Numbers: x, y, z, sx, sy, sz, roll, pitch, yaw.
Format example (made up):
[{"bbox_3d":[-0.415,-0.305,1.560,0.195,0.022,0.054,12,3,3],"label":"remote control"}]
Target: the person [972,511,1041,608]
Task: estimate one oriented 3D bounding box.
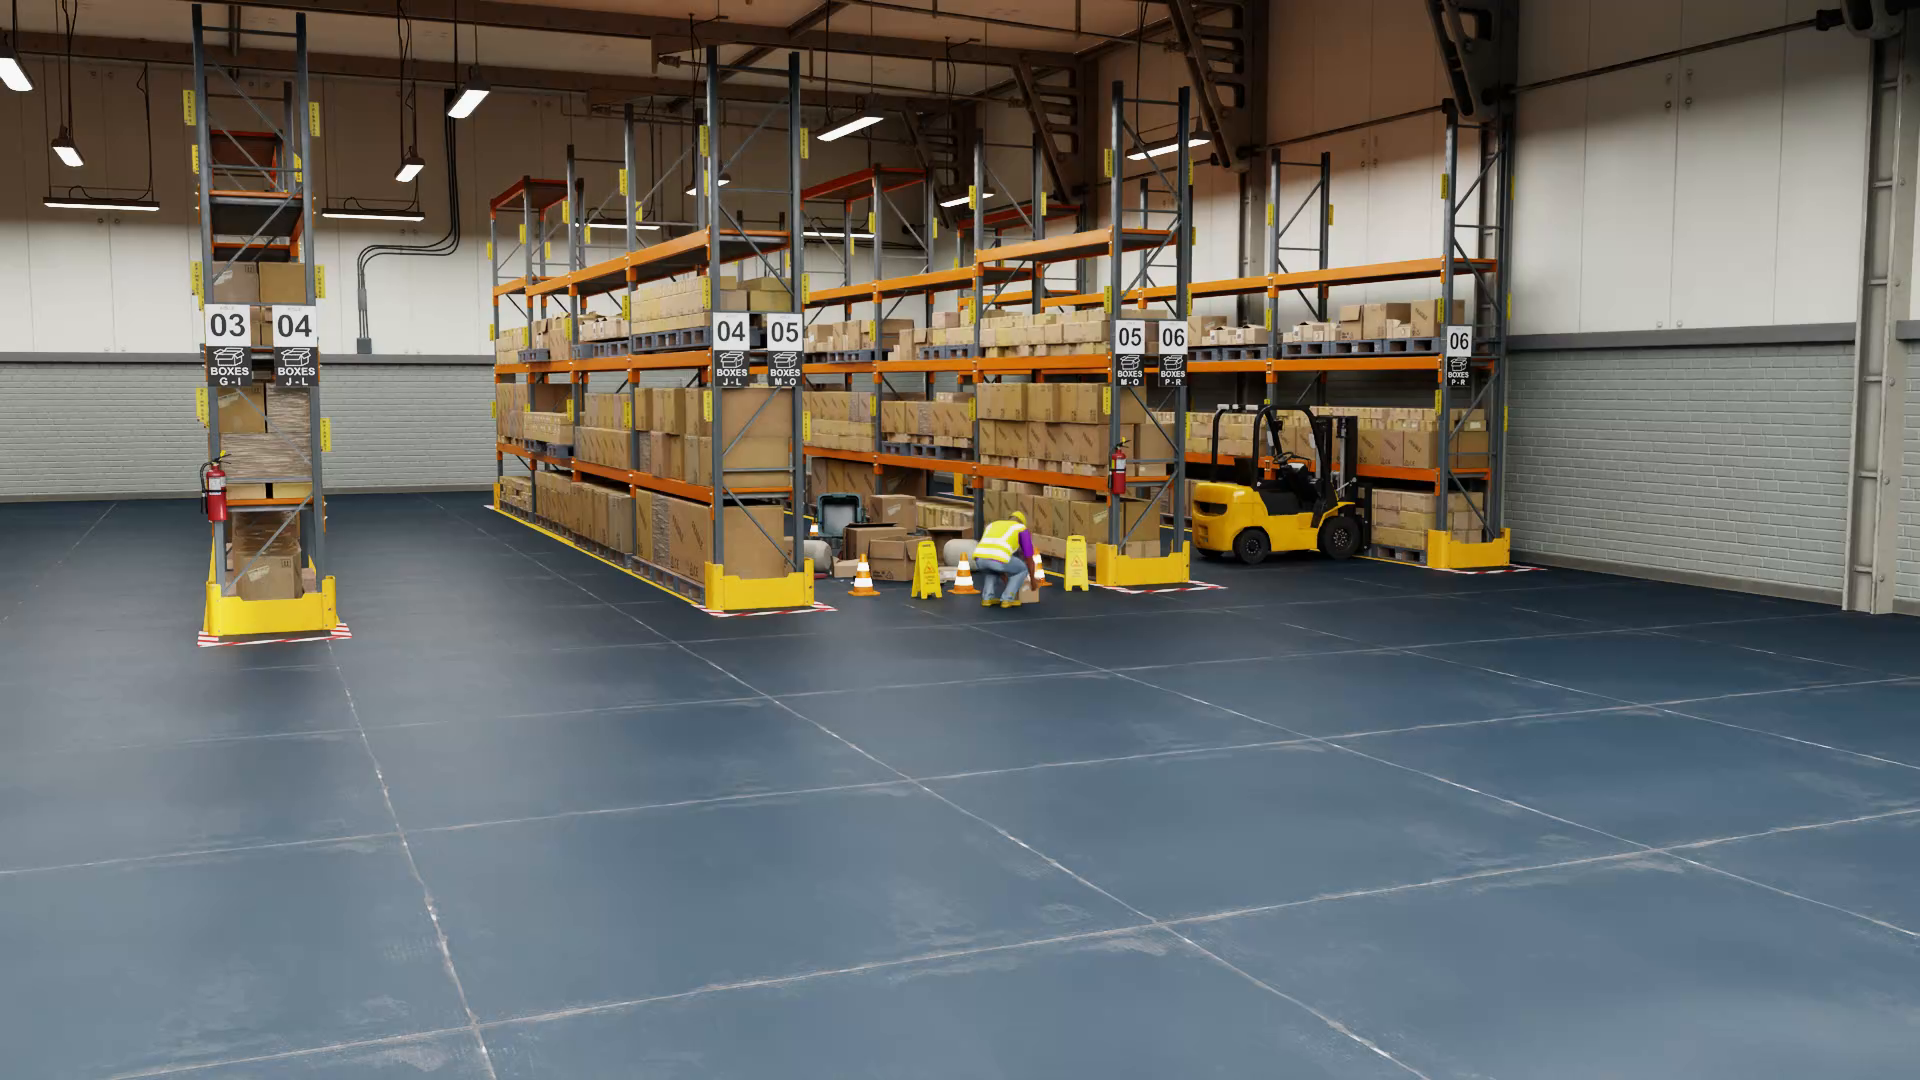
[{"bbox_3d":[0.470,0.213,18.410,0.584,1.017,0.887,4,7,36],"label":"person"}]
